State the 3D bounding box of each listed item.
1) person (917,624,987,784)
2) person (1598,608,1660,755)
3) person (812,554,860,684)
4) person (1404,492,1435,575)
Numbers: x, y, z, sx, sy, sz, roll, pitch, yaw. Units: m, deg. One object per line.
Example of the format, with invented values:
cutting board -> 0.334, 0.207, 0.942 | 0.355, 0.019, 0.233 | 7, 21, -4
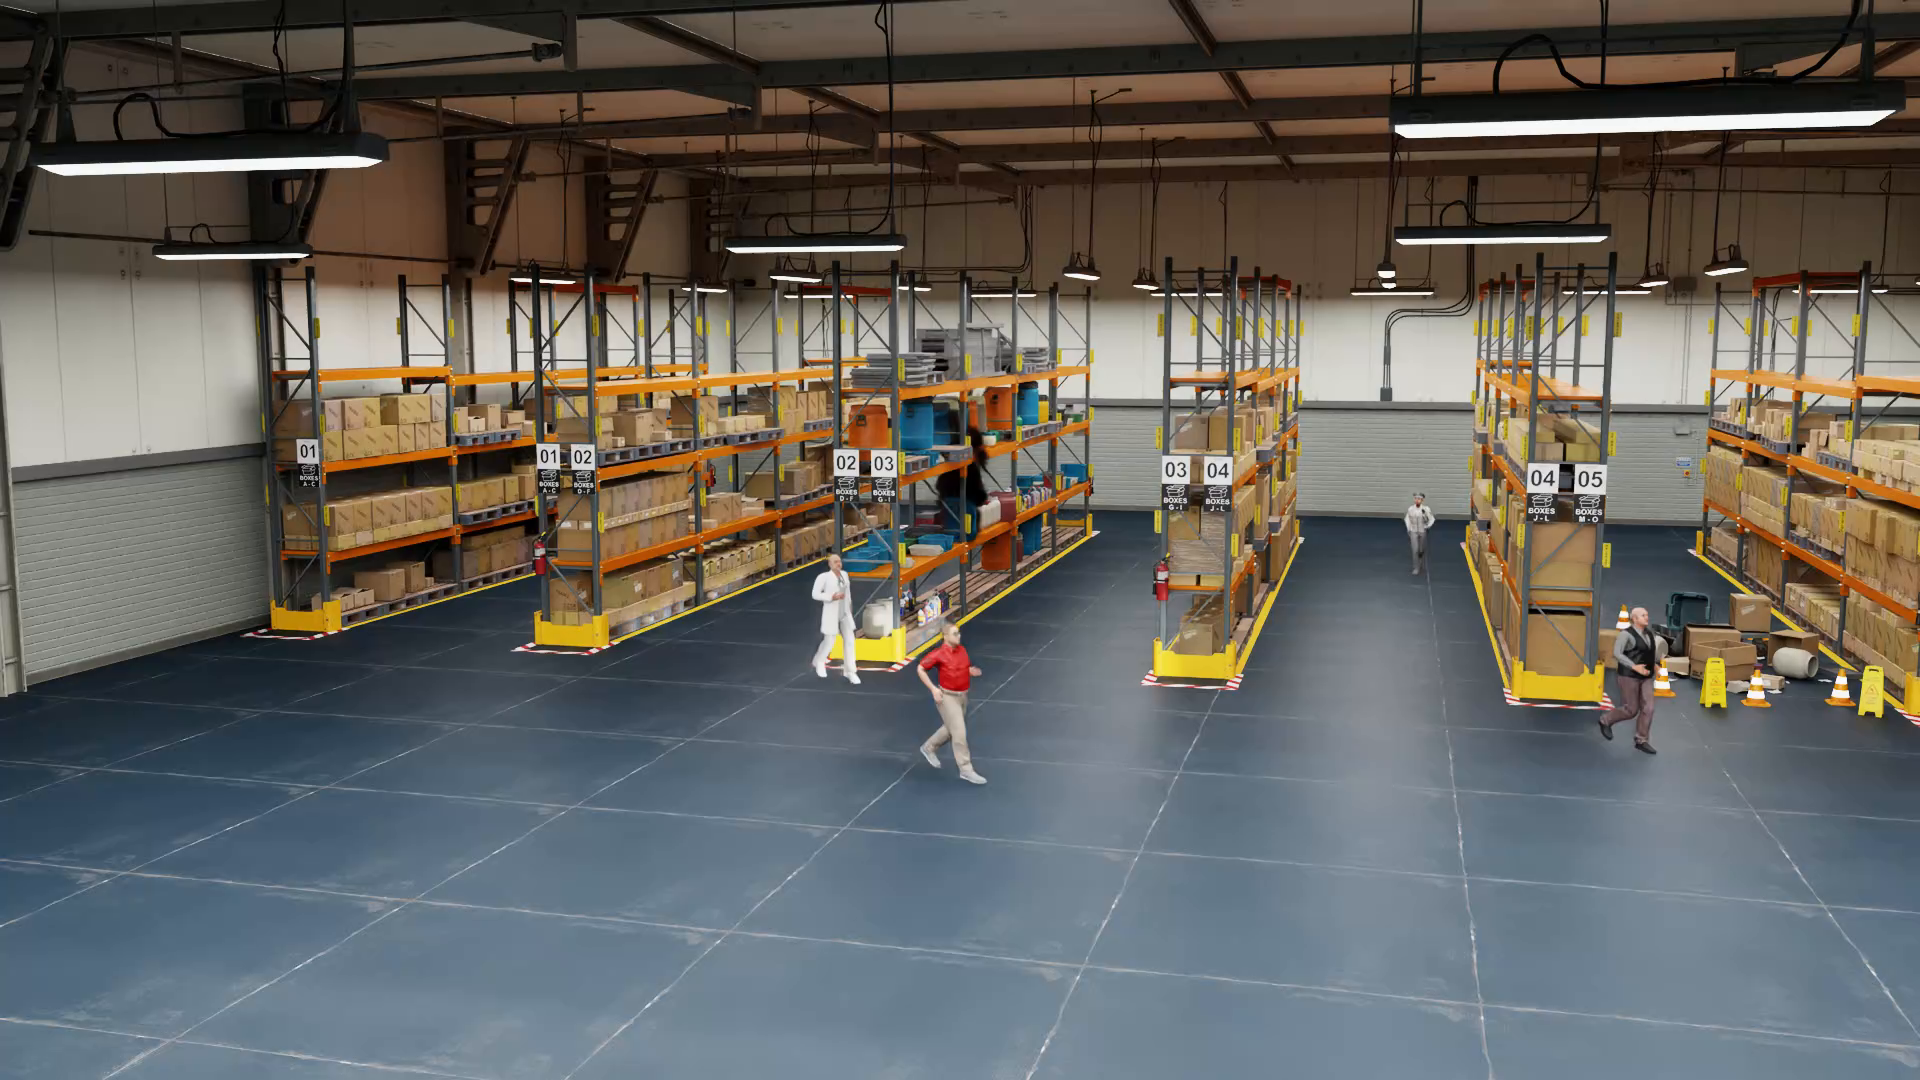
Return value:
person -> -0.088, 1.786, 18.500 | 0.988, 1.718, 0.660 | 5, 9, 34
person -> 8.054, 1.651, 19.888 | 0.683, 1.724, 0.770 | -4, 8, -27
person -> -1.778, 1.116, 23.675 | 0.713, 1.791, 0.944 | -5, 9, -35
person -> 9.445, -0.151, 34.219 | 0.613, 1.687, 0.681 | 3, 8, 21
